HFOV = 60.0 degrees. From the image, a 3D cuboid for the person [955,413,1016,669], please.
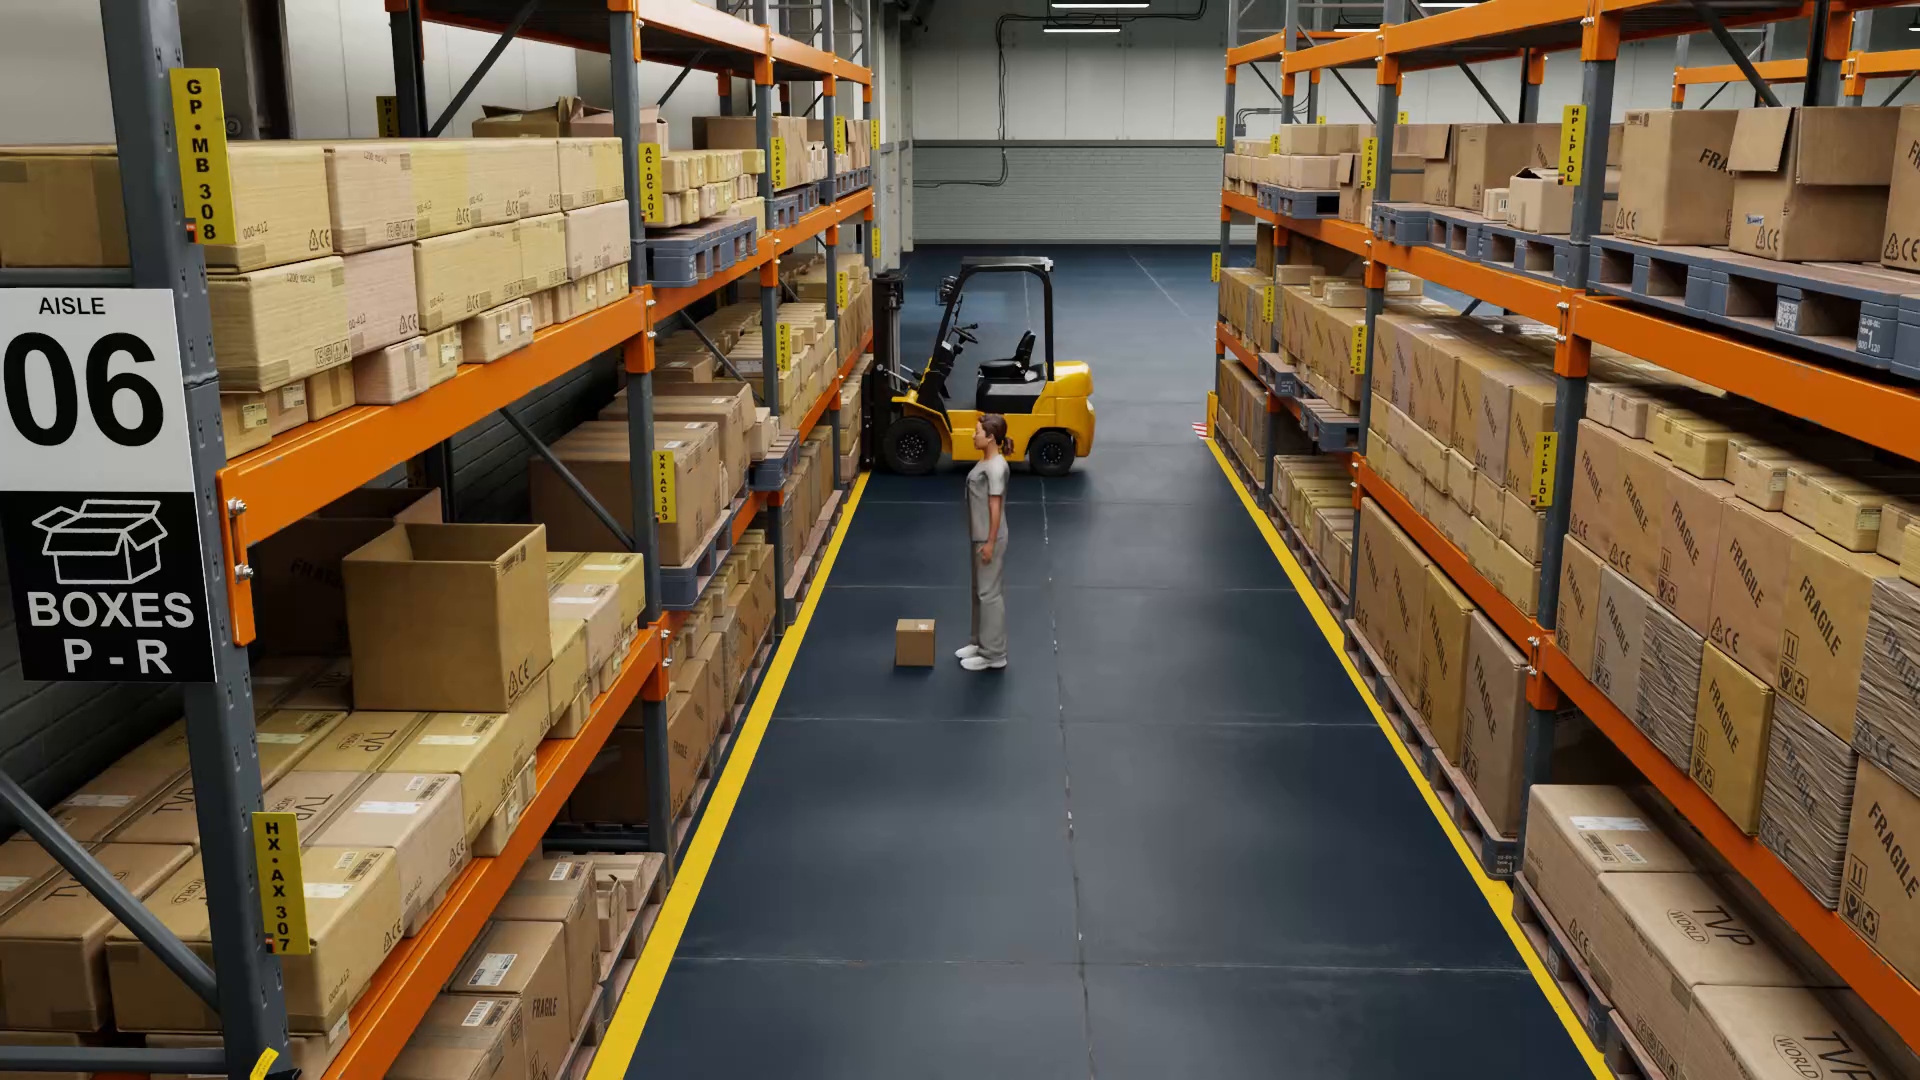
[{"bbox_3d":[0.161,0.002,10.990,0.390,1.677,0.454,-1,14,-4],"label":"person"}]
